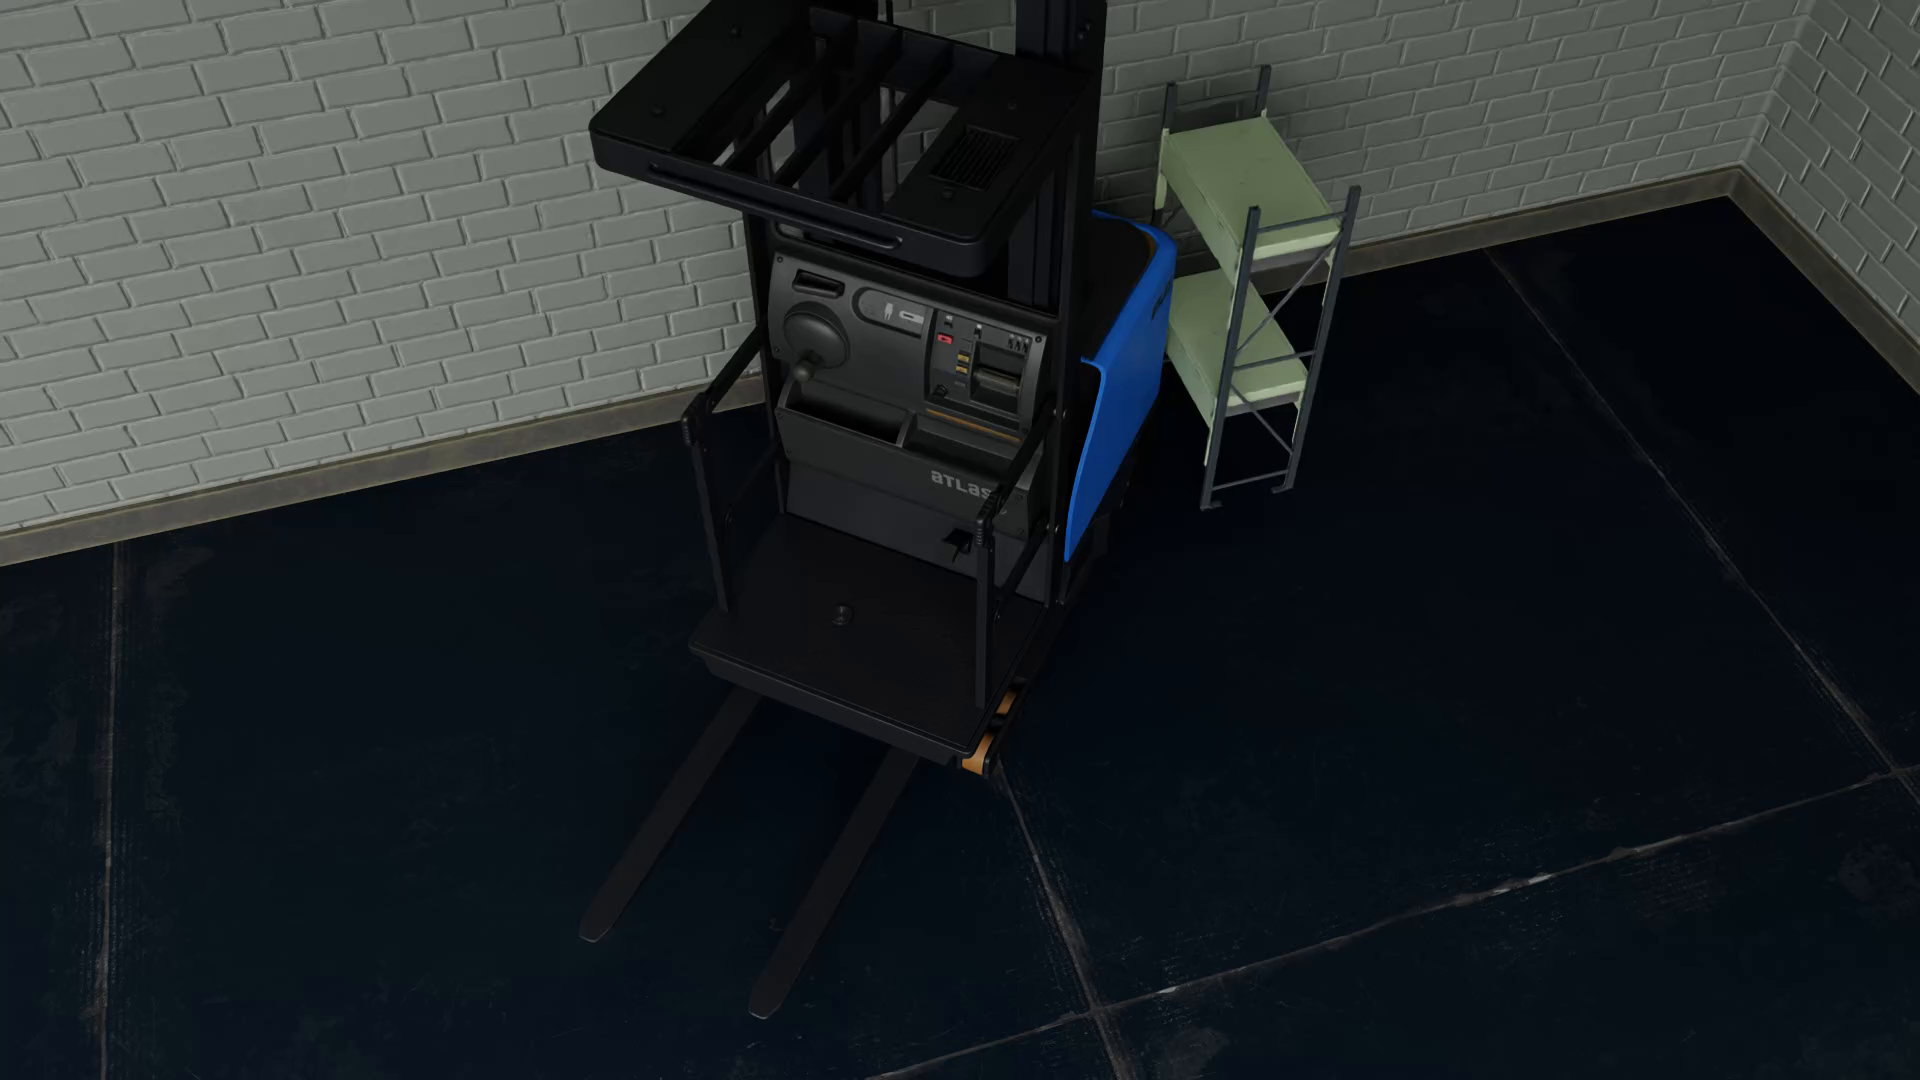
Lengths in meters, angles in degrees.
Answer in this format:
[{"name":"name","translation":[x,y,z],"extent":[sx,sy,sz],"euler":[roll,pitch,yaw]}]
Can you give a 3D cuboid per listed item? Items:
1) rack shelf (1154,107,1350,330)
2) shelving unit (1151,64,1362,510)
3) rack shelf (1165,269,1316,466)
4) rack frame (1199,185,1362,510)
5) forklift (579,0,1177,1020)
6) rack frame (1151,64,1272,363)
[{"name":"rack shelf","translation":[1.043,-1.175,6.038],"extent":[0.431,0.370,0.720],"euler":[-13,51,-11]},{"name":"shelving unit","translation":[1.043,-0.923,6.337],"extent":[0.431,1.500,0.755],"euler":[-13,51,-11]},{"name":"rack shelf","translation":[1.042,-0.713,6.586],"extent":[0.431,0.370,0.720],"euler":[-13,51,-11]},{"name":"rack frame","translation":[1.151,-0.656,6.111],"extent":[0.400,1.500,0.023],"euler":[-13,51,-11]},{"name":"forklift","translation":[-0.261,-0.509,5.052],"extent":[1.130,2.935,3.031],"euler":[19,53,16]},{"name":"rack frame","translation":[0.934,-1.191,6.562],"extent":[0.400,1.500,0.023],"euler":[-13,51,-11]}]
